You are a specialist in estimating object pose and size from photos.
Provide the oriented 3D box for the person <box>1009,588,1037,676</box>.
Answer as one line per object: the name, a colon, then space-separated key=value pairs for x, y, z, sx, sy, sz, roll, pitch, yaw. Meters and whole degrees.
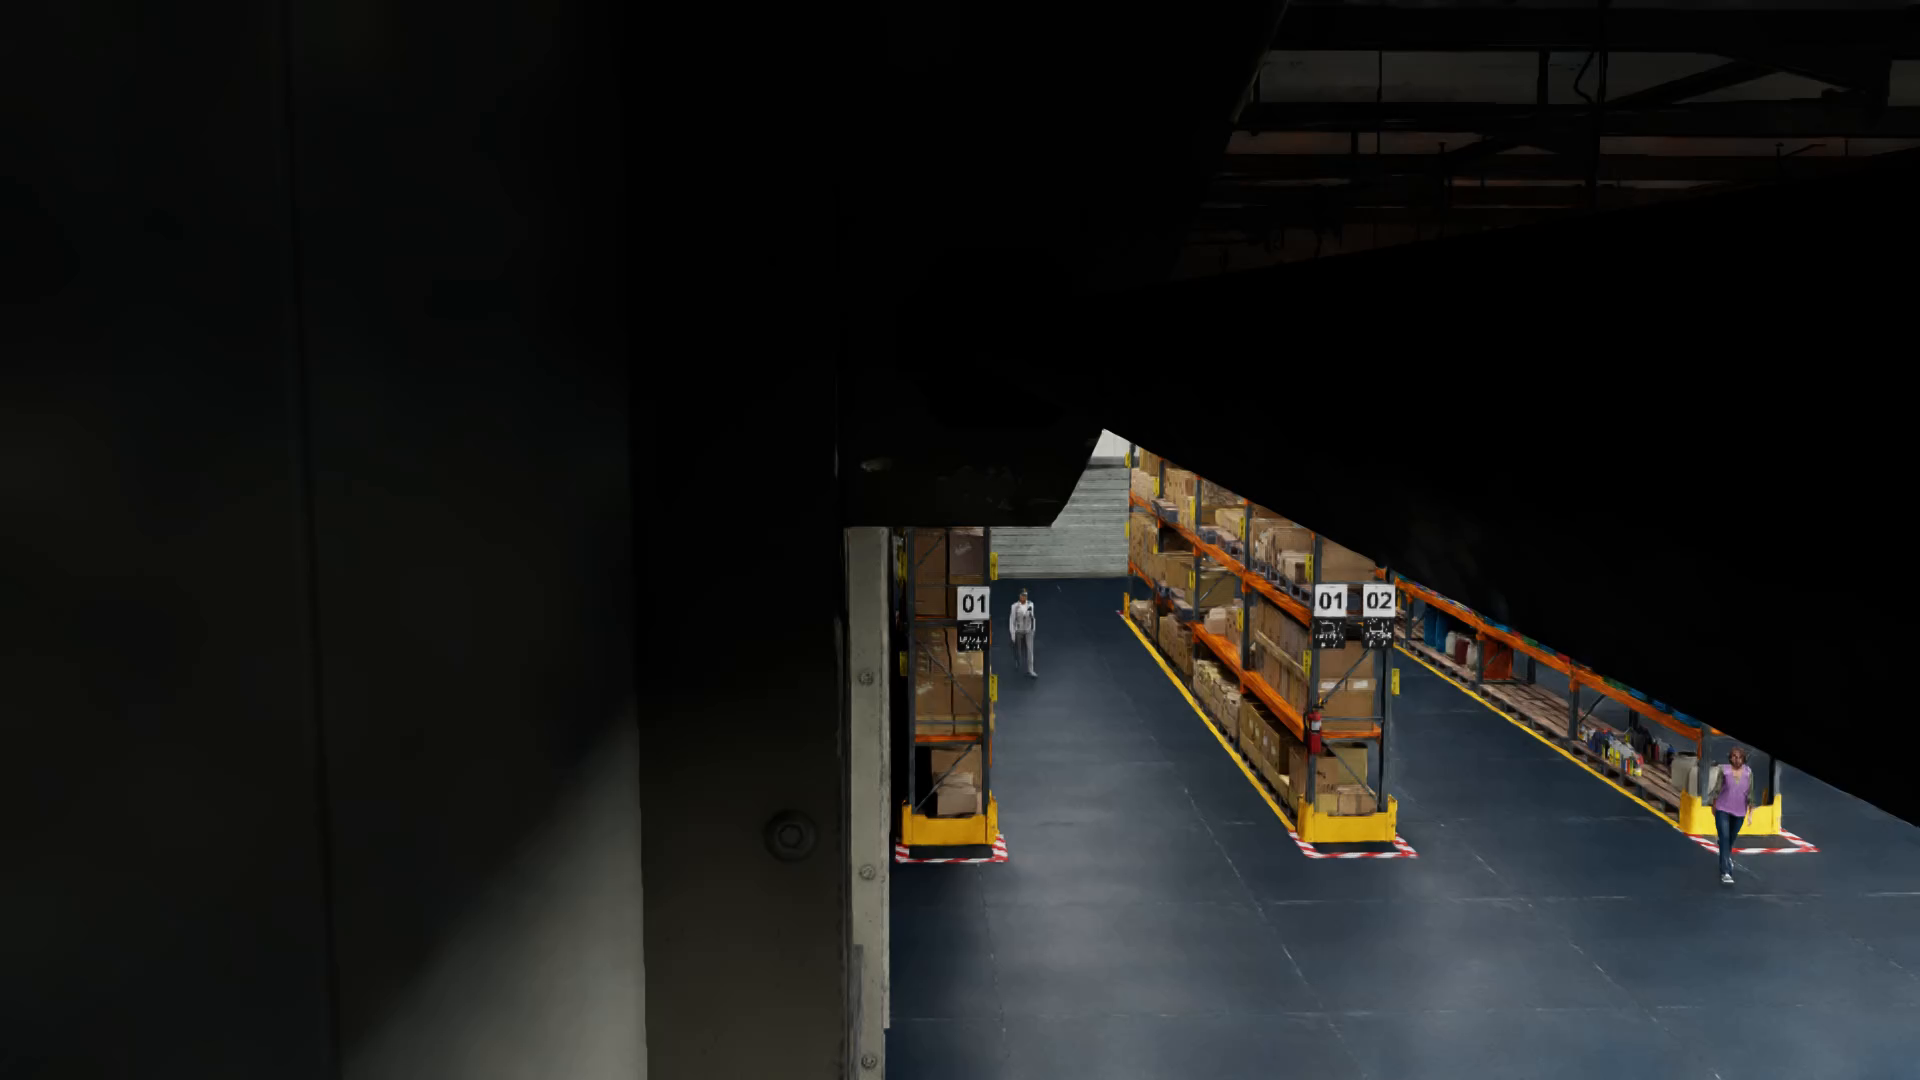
person: x=1.137 y=1.640 z=30.315 sx=0.492 sy=1.585 sz=1.075 roll=-1 pitch=7 yaw=-4

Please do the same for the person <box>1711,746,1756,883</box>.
person: x=8.904 y=3.112 z=19.149 sx=0.410 sy=1.529 sz=0.958 roll=1 pitch=7 yaw=7
